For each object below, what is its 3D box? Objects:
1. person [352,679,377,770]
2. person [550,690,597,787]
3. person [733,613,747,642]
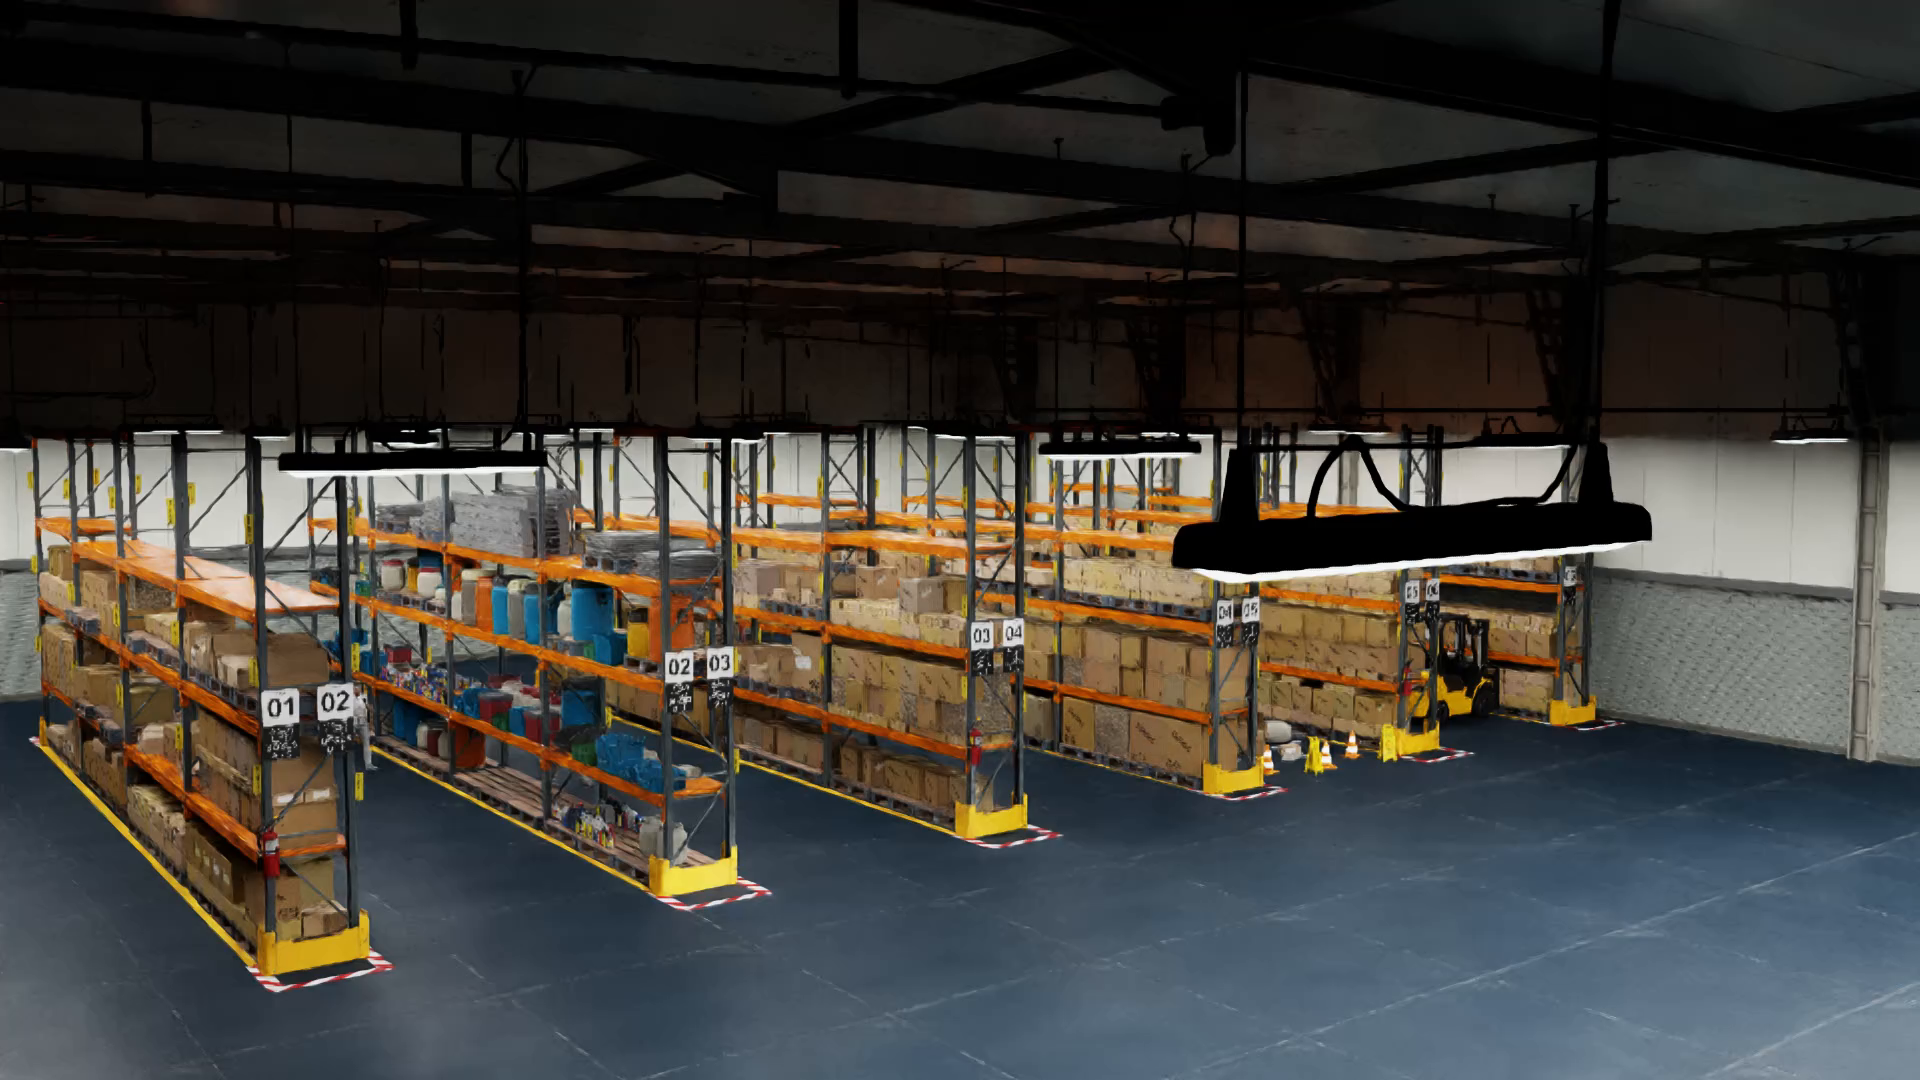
[{"bbox_3d":[-10.614,3.224,29.231,0.482,1.589,1.086,-3,5,-34],"label":"person"},{"bbox_3d":[-6.542,3.283,27.790,1.036,1.703,0.535,4,6,44],"label":"person"},{"bbox_3d":[-5.684,2.145,42.899,0.563,1.662,0.530,2,5,27],"label":"person"}]
